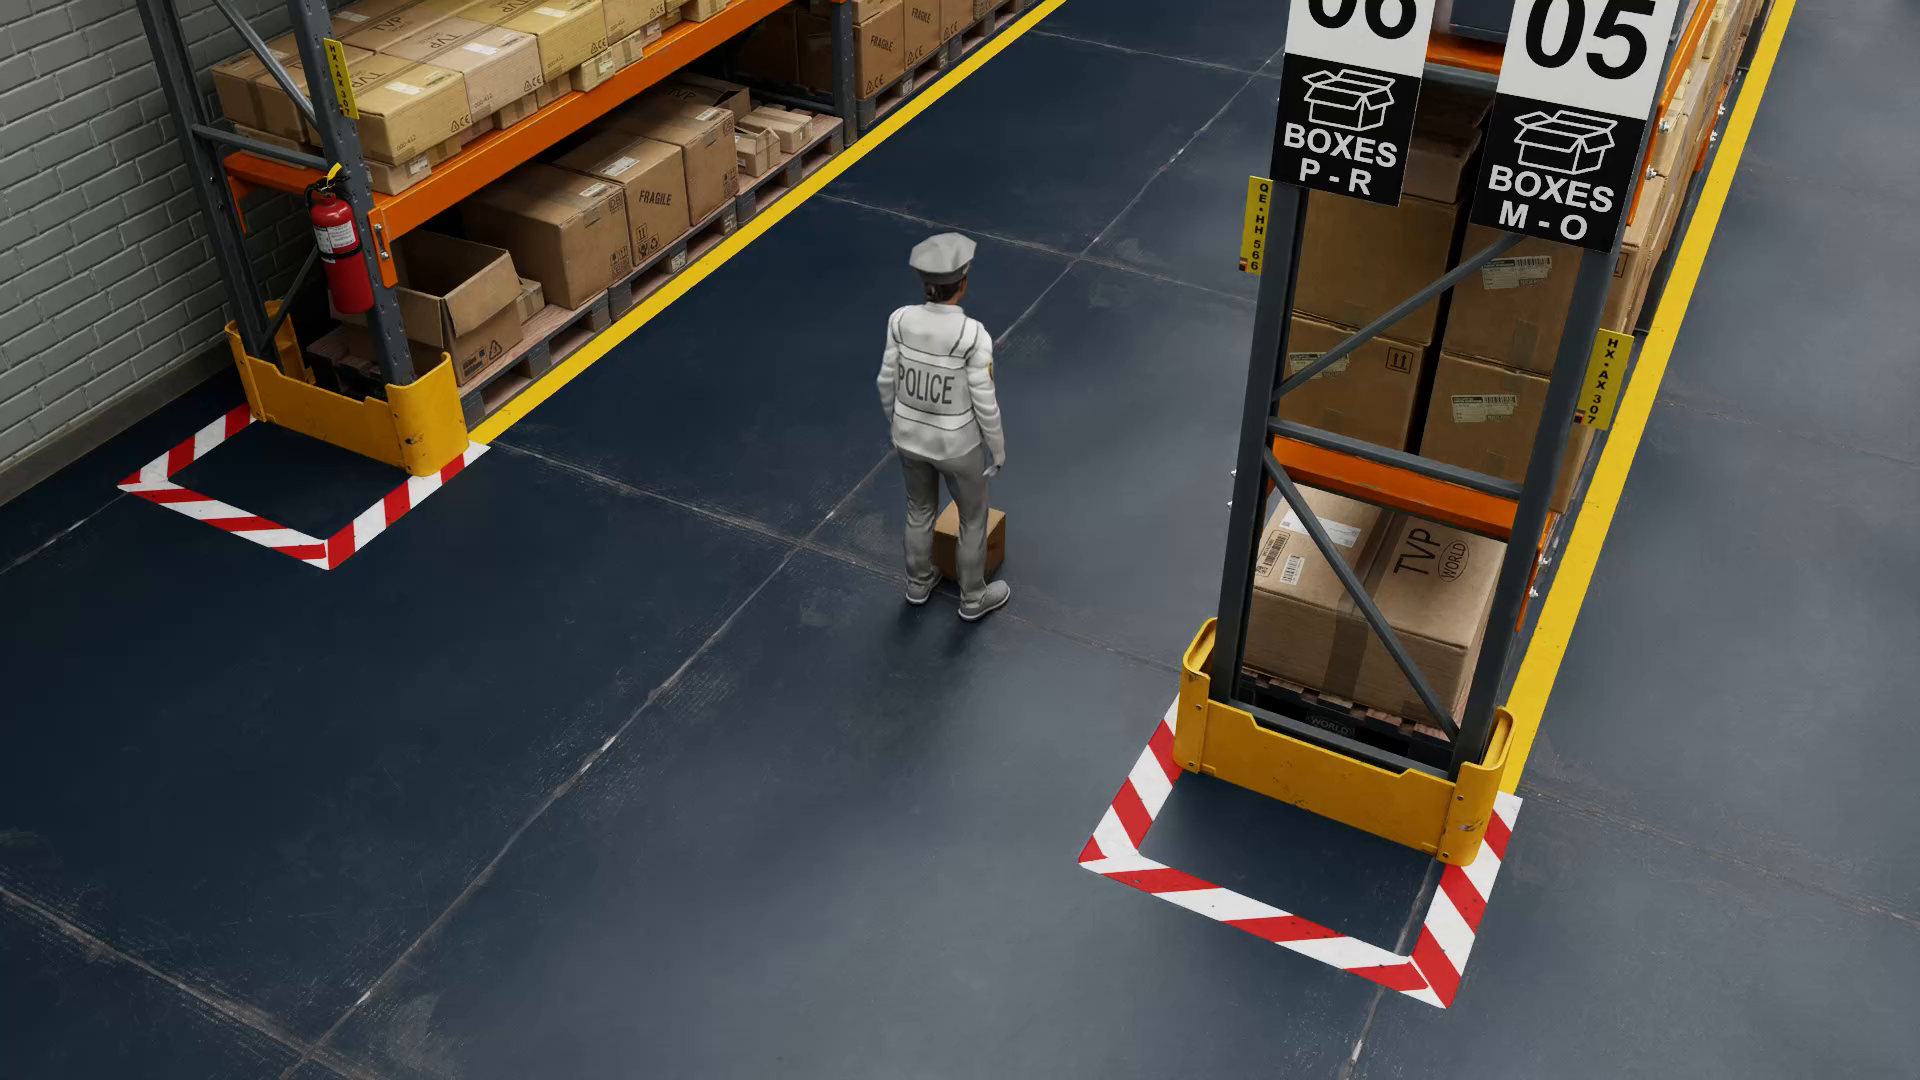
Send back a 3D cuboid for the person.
[{"bbox_3d":[-0.068,-0.409,6.670,0.529,1.663,0.374,18,42,21],"label":"person"}]
